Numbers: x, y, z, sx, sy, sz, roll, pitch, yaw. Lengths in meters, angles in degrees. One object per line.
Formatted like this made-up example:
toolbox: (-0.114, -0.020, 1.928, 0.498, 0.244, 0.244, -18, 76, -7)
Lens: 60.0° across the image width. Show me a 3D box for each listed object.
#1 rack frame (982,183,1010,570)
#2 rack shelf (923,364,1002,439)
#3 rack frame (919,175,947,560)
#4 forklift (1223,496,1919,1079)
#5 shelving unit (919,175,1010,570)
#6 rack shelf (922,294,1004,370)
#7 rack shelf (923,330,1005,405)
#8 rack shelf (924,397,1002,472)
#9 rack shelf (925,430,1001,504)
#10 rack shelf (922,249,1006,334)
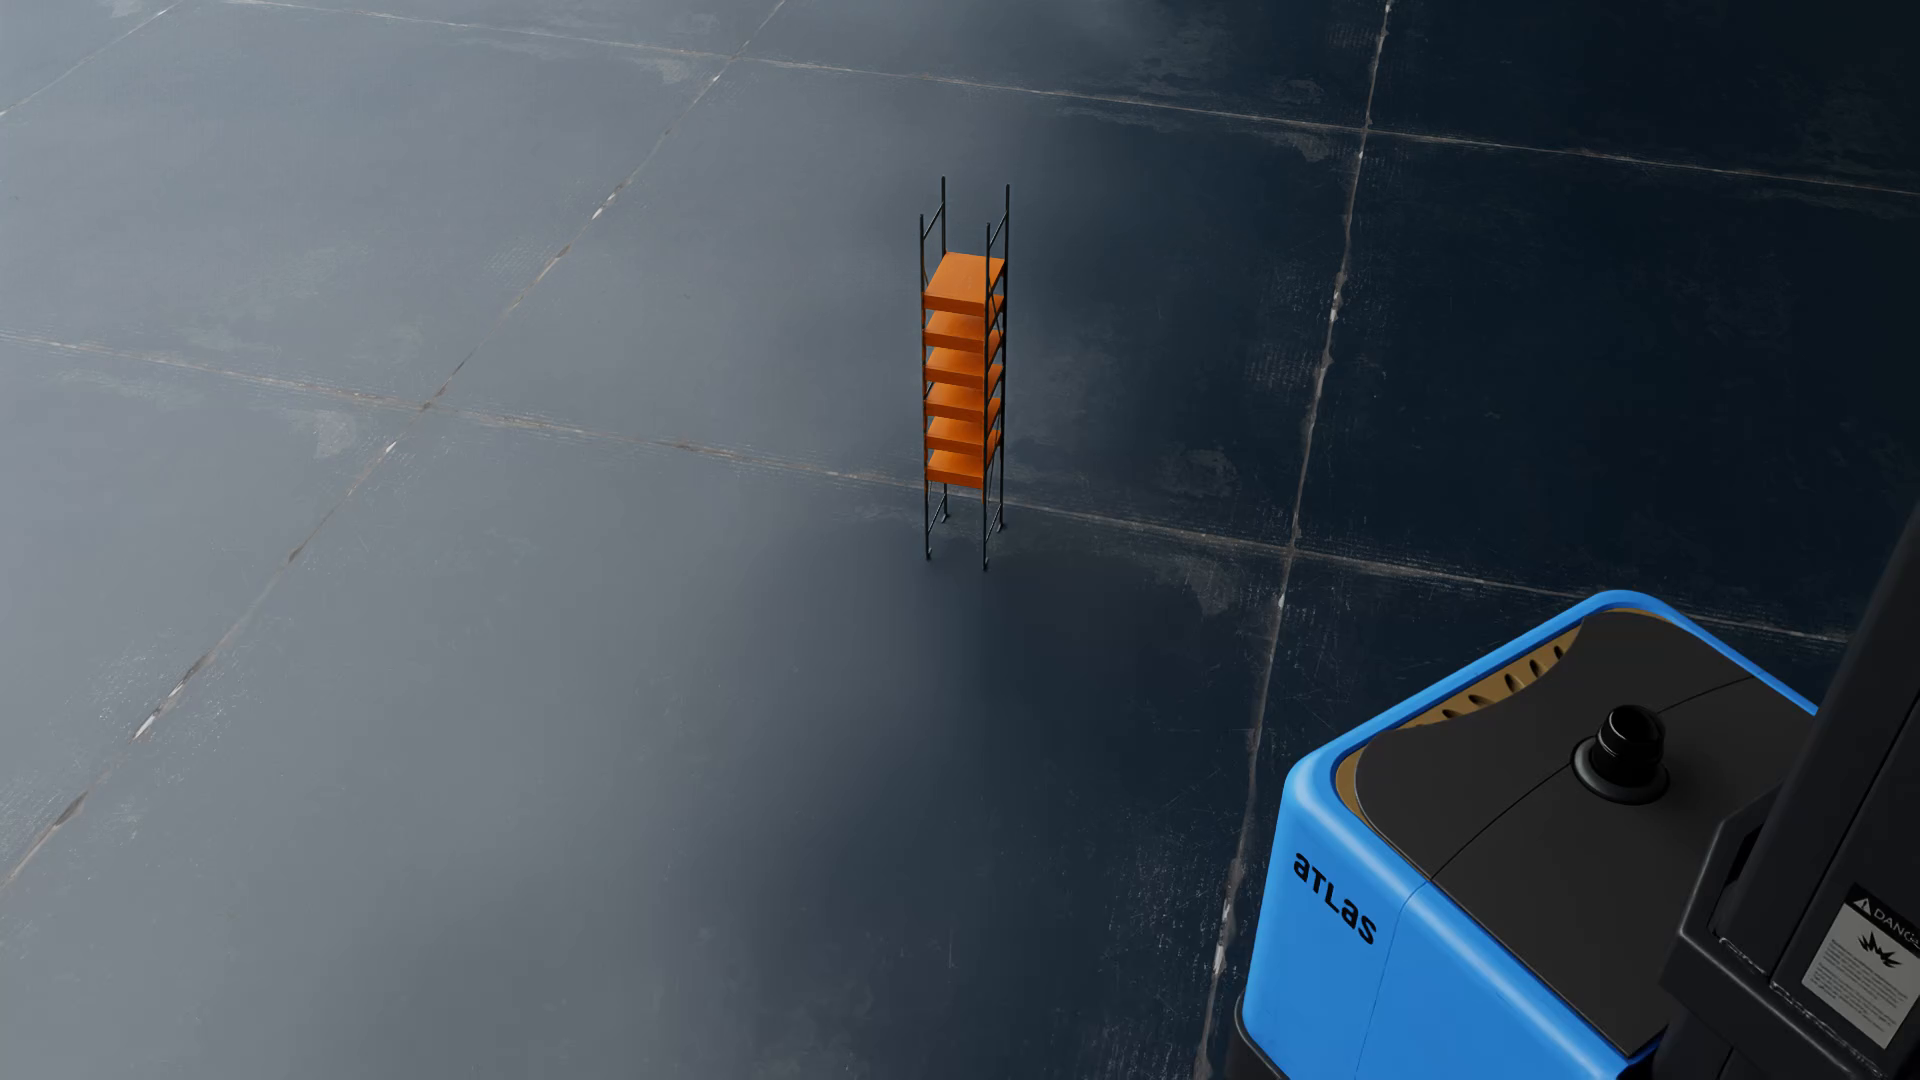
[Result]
rack frame: (0.102, -0.442, 4.843, 0.006, 1.200, 0.240, 10, 41, 11)
rack shelf: (0.014, -0.423, 4.890, 0.180, 0.103, 0.258, 10, 41, 11)
rack frame: (-0.074, -0.472, 4.879, 0.006, 1.200, 0.240, 10, 41, 11)
forklift: (1.824, 0.740, 2.090, 1.130, 2.935, 3.031, -23, 45, -25)
shelving unit: (0.014, -0.457, 4.861, 0.189, 1.200, 0.258, 10, 41, 11)
rack shelf: (0.014, -0.607, 4.735, 0.180, 0.103, 0.258, 10, 41, 11)
rack shelf: (0.014, -0.515, 4.813, 0.180, 0.103, 0.258, 10, 41, 11)
rack shelf: (0.014, -0.331, 4.967, 0.180, 0.103, 0.258, 10, 41, 11)
rack shelf: (0.014, -0.239, 5.044, 0.180, 0.103, 0.258, 10, 41, 11)
rack shelf: (0.014, -0.699, 4.658, 0.180, 0.103, 0.258, 10, 41, 11)
